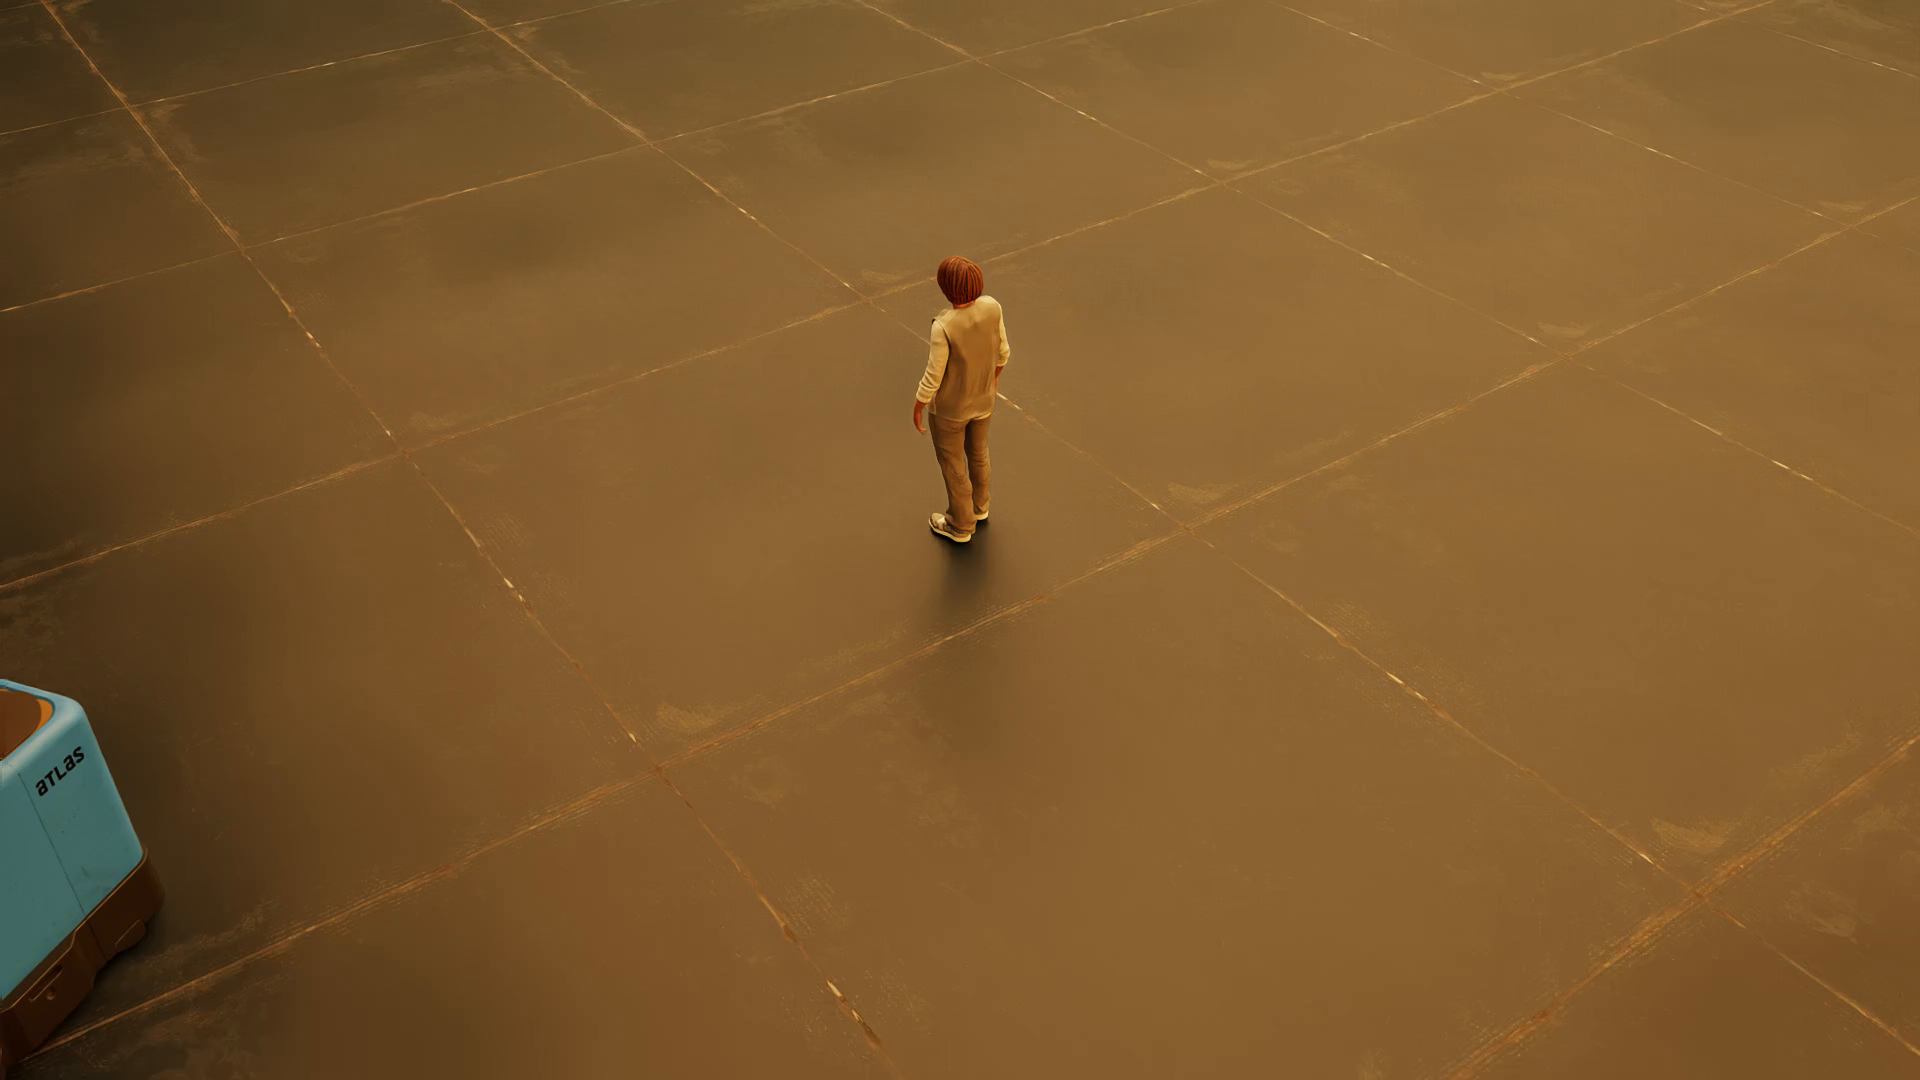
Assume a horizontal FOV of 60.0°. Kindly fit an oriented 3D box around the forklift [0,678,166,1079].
[{"bbox_3d":[-4.037,0.980,4.619,1.130,2.935,3.031,12,38,16],"label":"forklift"}]

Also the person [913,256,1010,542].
[{"bbox_3d":[-0.031,-0.689,7.985,0.520,1.597,0.475,-23,42,-28],"label":"person"}]
